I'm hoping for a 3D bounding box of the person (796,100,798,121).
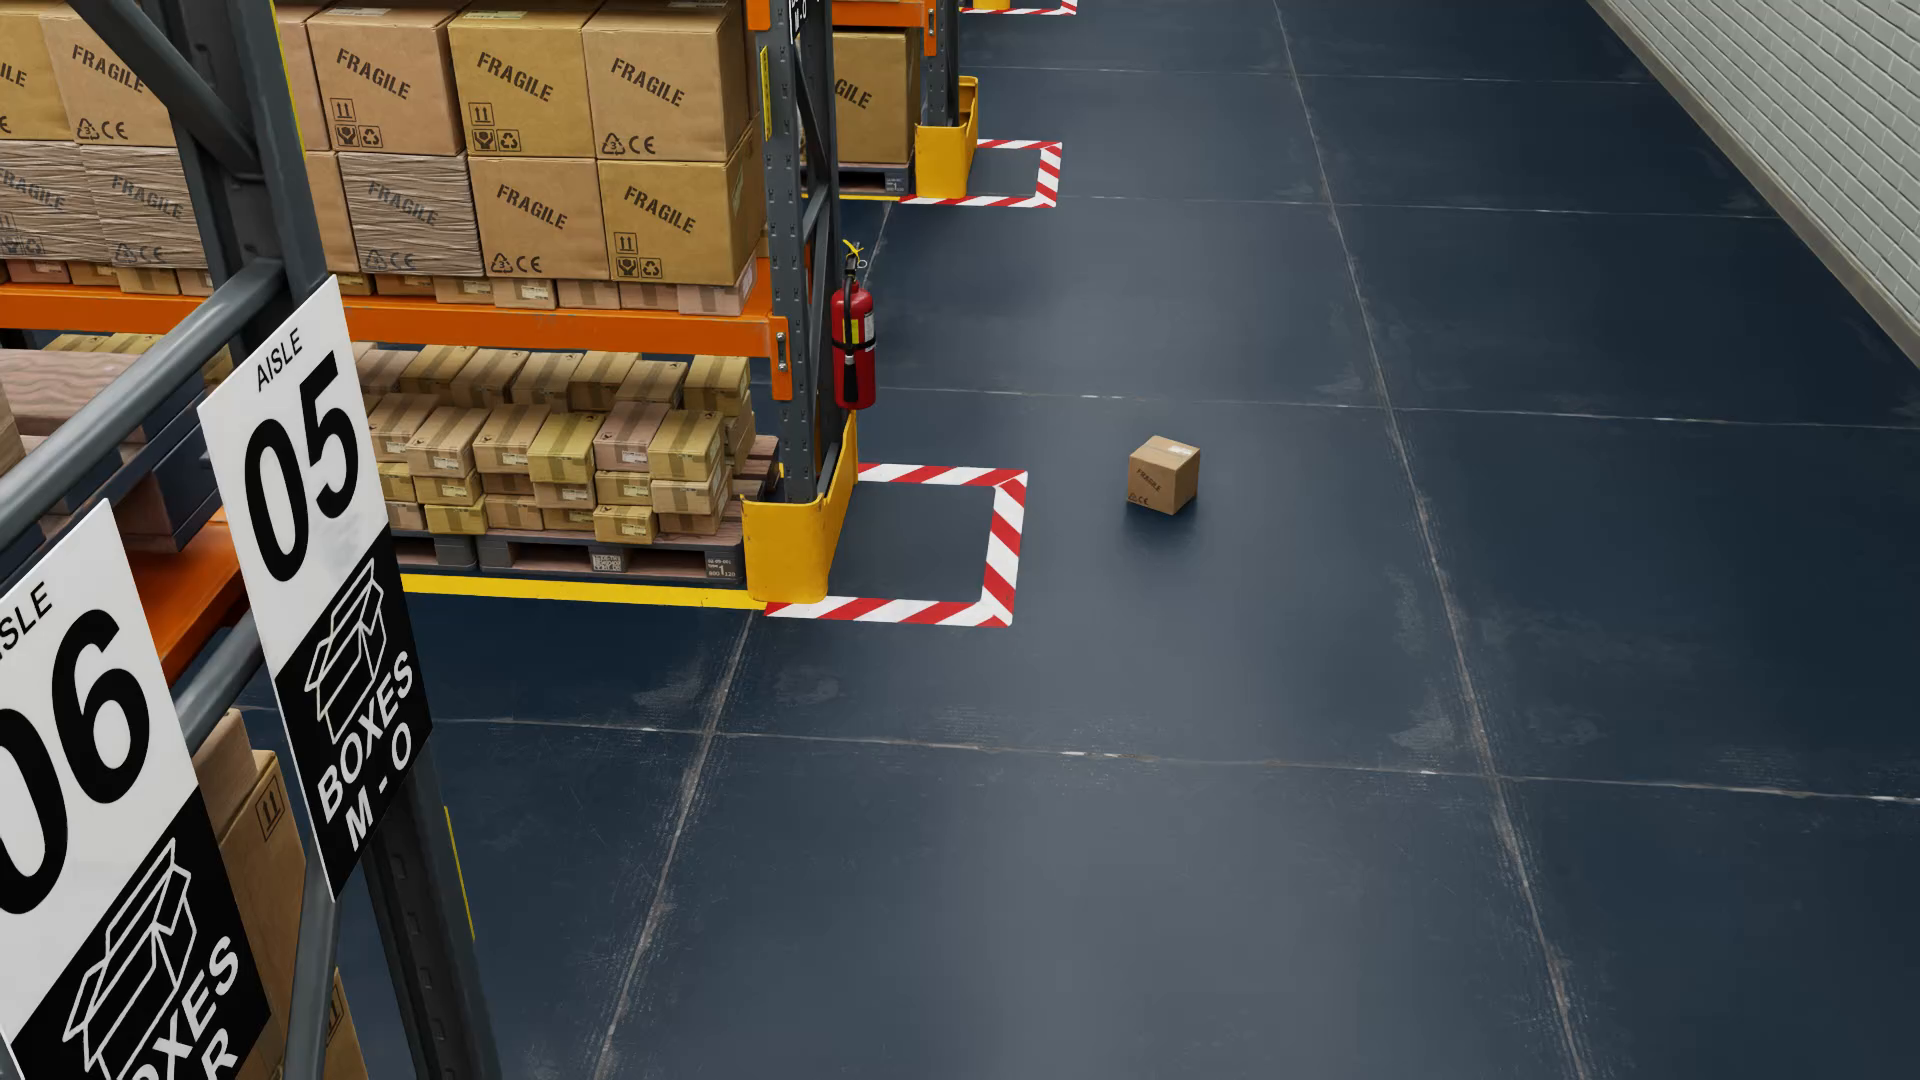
[{"bbox_3d":[-1.125,-2.050,9.327,0.442,1.682,0.502,23,39,32],"label":"person"}]
